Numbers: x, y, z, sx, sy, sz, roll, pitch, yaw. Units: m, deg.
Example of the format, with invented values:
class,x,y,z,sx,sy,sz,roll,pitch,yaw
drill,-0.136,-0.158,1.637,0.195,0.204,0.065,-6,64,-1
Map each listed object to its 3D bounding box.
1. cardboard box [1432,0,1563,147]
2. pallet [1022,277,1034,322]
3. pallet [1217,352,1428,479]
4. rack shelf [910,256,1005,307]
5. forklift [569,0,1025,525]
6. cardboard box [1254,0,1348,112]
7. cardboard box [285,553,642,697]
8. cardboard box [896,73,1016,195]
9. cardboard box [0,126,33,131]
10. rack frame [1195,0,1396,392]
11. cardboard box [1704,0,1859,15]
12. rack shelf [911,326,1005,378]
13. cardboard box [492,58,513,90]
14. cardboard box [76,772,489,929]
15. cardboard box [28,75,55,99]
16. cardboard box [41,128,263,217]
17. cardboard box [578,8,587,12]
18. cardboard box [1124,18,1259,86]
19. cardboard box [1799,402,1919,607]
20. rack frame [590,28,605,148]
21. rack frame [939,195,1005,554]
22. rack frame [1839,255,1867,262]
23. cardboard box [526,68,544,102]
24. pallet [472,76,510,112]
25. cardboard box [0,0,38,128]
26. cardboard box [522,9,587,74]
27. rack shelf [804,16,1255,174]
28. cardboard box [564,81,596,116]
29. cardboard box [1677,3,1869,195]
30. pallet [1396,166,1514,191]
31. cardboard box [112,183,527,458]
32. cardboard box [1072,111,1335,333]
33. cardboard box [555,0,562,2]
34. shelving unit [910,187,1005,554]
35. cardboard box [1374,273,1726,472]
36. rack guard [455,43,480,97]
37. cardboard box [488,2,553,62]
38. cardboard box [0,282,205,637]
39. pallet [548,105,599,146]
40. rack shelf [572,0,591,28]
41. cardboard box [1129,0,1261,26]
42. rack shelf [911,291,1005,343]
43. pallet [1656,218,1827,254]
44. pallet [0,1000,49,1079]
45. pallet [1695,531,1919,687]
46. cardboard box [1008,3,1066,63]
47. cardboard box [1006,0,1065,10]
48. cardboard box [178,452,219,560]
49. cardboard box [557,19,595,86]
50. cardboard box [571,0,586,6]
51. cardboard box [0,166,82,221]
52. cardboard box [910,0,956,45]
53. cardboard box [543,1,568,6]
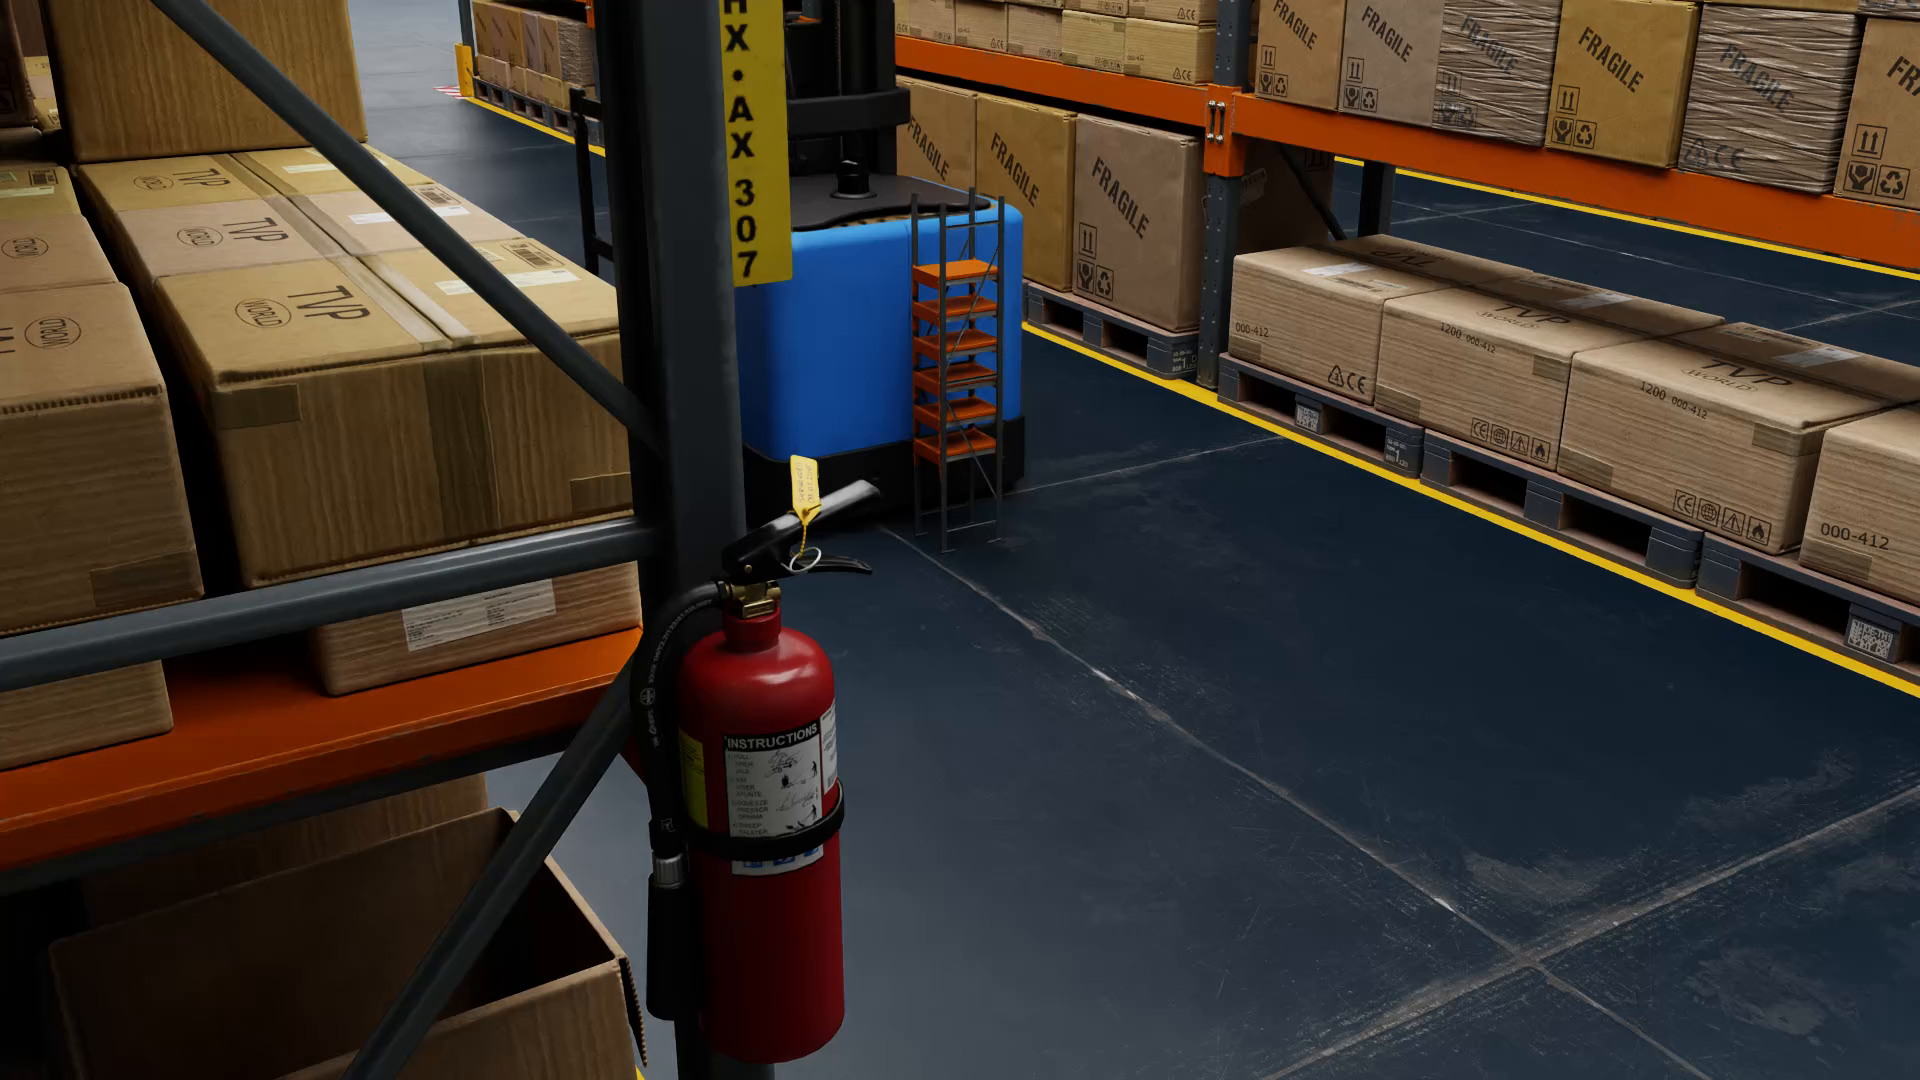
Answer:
class,x,y,z,sx,sy,sz,roll,pitch,yaw
cardboard box,2.047,-1.688,5.848,0.500,0.500,0.500,-12,25,-28
pallet,0.444,-1.509,9.243,1.003,0.211,1.213,-13,25,-28
pallet,1.851,-0.617,7.049,1.003,0.211,1.213,-13,25,-28
rack shelf,-0.007,-0.853,5.478,0.258,0.103,0.180,-13,25,-28
forklift,-0.963,-1.906,6.608,1.130,2.935,3.031,-13,26,-29
cardboard box,1.545,-2.014,6.650,0.500,0.500,0.500,-12,25,-27
cardboard box,-0.624,0.038,2.068,0.380,0.149,0.250,-13,25,-29
cardboard box,0.220,-2.146,9.372,0.875,0.875,0.875,-12,25,-28
cardboard box,-2.190,-0.742,3.457,0.500,0.250,0.500,-12,25,-27
rack frame,1.530,-2.170,7.167,1.000,3.000,0.127,-13,25,-28
cardboard box,2.580,-1.819,4.843,0.500,0.500,0.500,-13,25,-29
rack shelf,-0.007,-0.631,5.569,0.258,0.103,0.180,-13,25,-28
cardboard box,-4.171,-4.494,15.979,0.500,0.250,0.500,-12,25,-26
cardboard box,-1.326,0.544,3.252,0.700,0.500,0.500,-11,25,-26
cardboard box,-1.997,-1.005,4.105,0.500,0.250,0.500,-13,25,-28
cardboard box,-1.491,-0.674,3.291,0.500,0.250,0.500,-13,26,-30
cardboard box,-3.173,-4.610,15.268,0.500,0.500,0.500,-11,25,-25
cardboard box,1.084,-2.197,7.433,0.500,0.250,0.500,-13,26,-29
cardboard box,3.150,-0.077,4.863,0.875,0.438,0.875,-14,26,-30
rack frame,-2.556,-4.760,13.538,1.000,3.000,0.127,-13,25,-28
rack frame,0.039,-0.531,5.524,0.240,1.200,0.006,-13,25,-28
rack frame,5.734,-3.155,9.590,1.000,3.000,0.127,-13,25,-28
cardboard box,-3.626,-4.156,15.147,0.500,0.250,0.500,-12,25,-27
pallet,-4.176,-4.468,16.525,1.003,0.211,1.213,-13,25,-28
cardboard box,-2.203,-1.097,3.334,0.500,0.500,0.500,-13,26,-30
cardboard box,-3.612,-4.497,14.990,0.500,0.500,0.500,-11,25,-25
rack shelf,0.509,-2.484,8.895,1.077,0.370,4.000,-13,25,-28
cardboard box,-3.089,-3.820,14.320,0.500,0.250,0.500,-11,25,-26
cardboard box,2.585,-1.357,5.033,0.500,0.500,0.500,-12,25,-27
pallet,4.089,-2.905,12.677,1.003,0.211,1.213,-13,25,-28
cardboard box,-0.950,-0.349,2.492,0.500,0.250,0.500,-12,25,-28
cardboard box,1.145,-1.566,7.944,0.875,0.875,0.875,-12,25,-27
cardboard box,-3.721,-5.308,16.124,0.380,0.149,0.250,-12,25,-27
shelving unit,-0.007,-0.561,5.597,0.258,1.200,0.189,-13,25,-28
cardboard box,2.216,-0.664,6.307,0.875,0.438,0.875,-13,26,-30
rack guard,-4.561,-4.872,17.134,1.175,0.500,0.348,-13,25,-28
cardboard box,-4.142,-4.832,15.815,0.500,0.500,0.500,-14,26,-30
cardboard box,-1.155,-0.085,1.842,0.500,0.250,0.500,-12,25,-27
pallet,-2.930,-3.679,14.581,1.003,0.211,1.213,-13,25,-28
rack shelf,-3.578,-5.074,15.266,1.077,0.370,4.000,-13,25,-28
cardboard box,1.096,-2.428,7.337,0.500,0.250,0.500,-13,25,-28
rack shelf,-0.007,-0.742,5.523,0.258,0.103,0.180,-13,25,-28
pallet,5.335,-2.115,10.734,1.003,0.211,1.213,-13,25,-28
pallet,-1.139,1.090,2.849,1.003,0.211,1.213,-13,25,-28
pallet,3.098,0.173,5.106,1.003,0.211,1.213,-13,25,-28
cardboard box,0.584,-2.529,8.250,0.500,0.250,0.500,-13,26,-30
cardboard box,0.564,-2.755,8.141,0.500,0.250,0.500,-12,25,-27
cardboard box,-0.958,-0.114,2.442,0.380,0.149,0.250,-13,25,-29
cardboard box,-3.089,-4.168,14.180,0.500,0.500,0.500,-13,25,-29
cardboard box,-3.462,-5.141,15.711,0.380,0.149,0.250,-11,25,-26
cardboard box,-1.666,-0.414,2.650,0.500,0.250,0.500,-12,25,-27
cardboard box,0.061,-2.855,9.051,0.500,0.250,0.500,-12,25,-27
cardboard box,-3.697,-4.945,16.093,0.500,0.500,0.500,-12,25,-26
